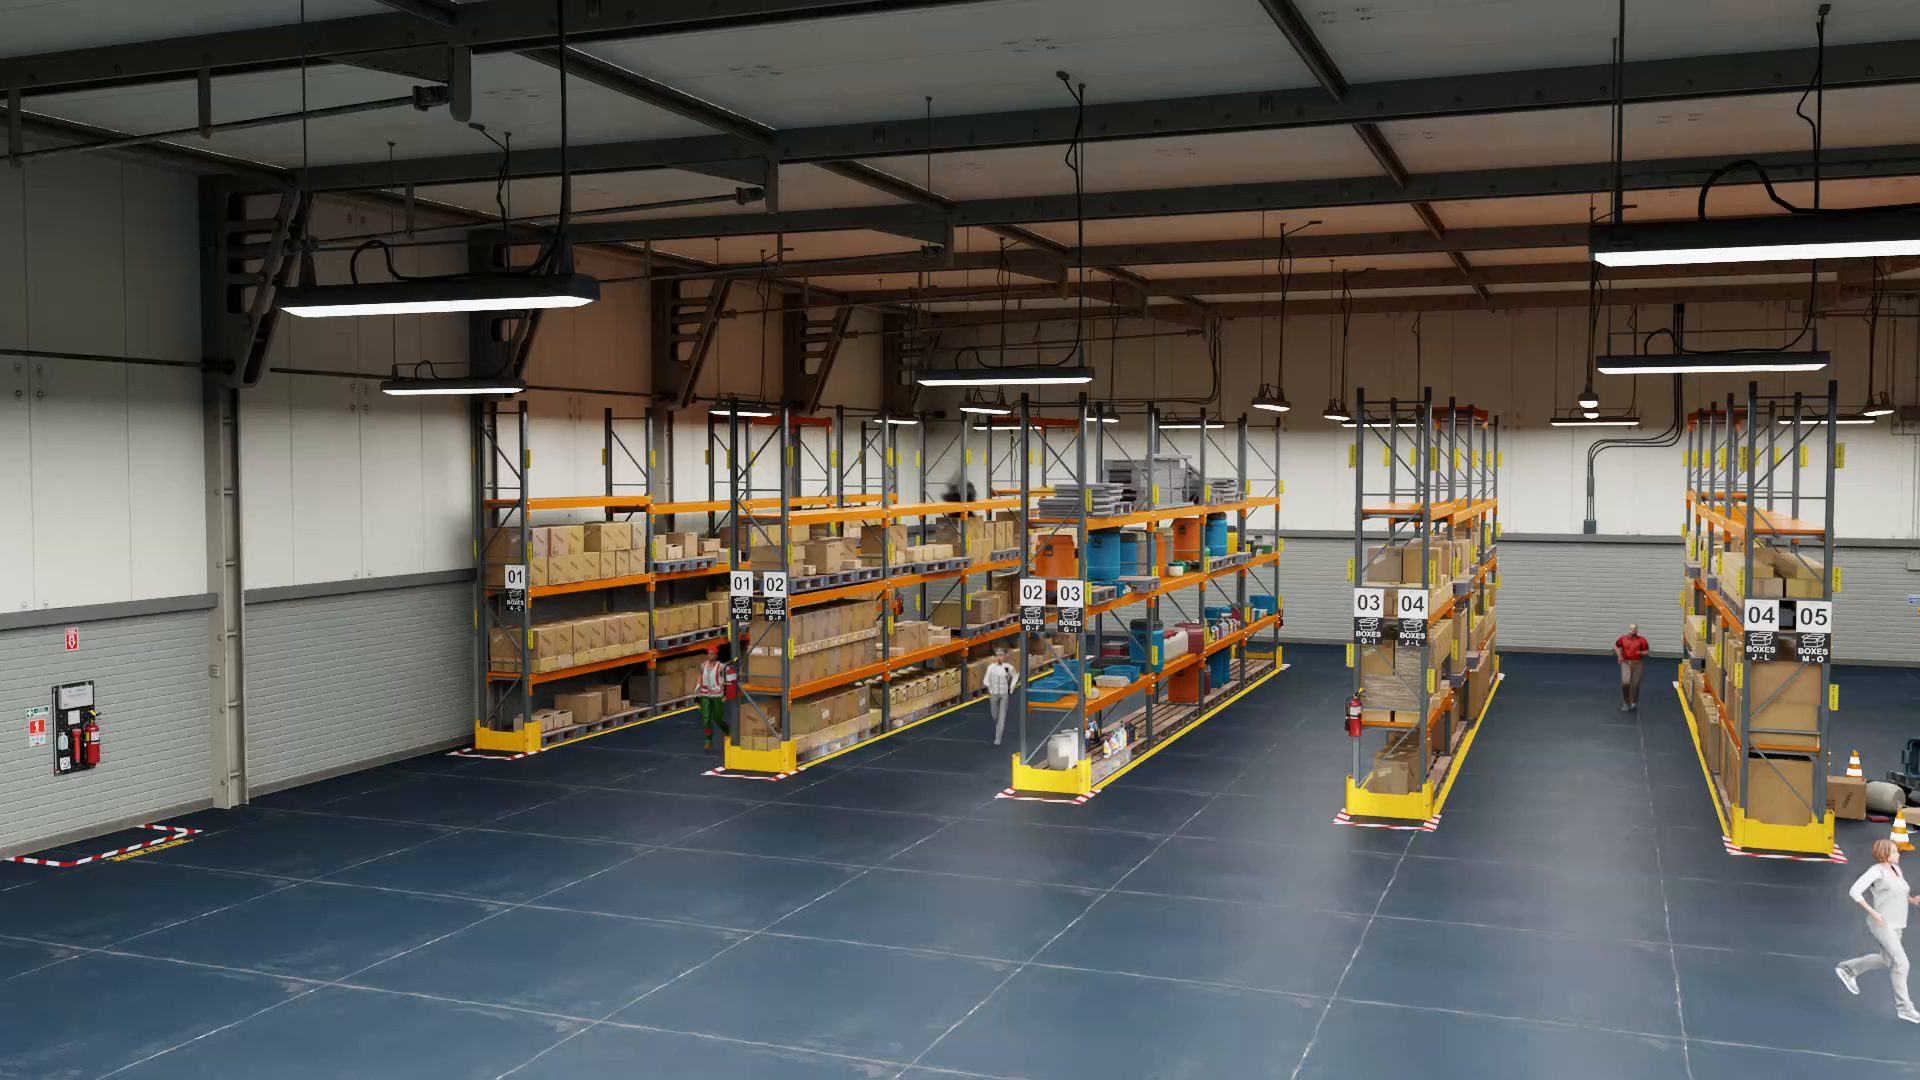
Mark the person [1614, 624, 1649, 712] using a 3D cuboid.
[{"bbox_3d":[13.333,2.553,33.003,0.638,1.782,0.710,1,3,19],"label":"person"}]

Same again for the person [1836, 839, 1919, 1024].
[{"bbox_3d":[8.304,3.475,14.960,0.545,1.561,0.864,-2,3,-36],"label":"person"}]

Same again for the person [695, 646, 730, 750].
[{"bbox_3d":[-4.267,2.704,28.742,0.678,1.770,0.861,1,3,14],"label":"person"}]

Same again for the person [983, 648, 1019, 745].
[{"bbox_3d":[0.717,2.725,29.305,0.618,1.669,0.890,0,3,8],"label":"person"}]
